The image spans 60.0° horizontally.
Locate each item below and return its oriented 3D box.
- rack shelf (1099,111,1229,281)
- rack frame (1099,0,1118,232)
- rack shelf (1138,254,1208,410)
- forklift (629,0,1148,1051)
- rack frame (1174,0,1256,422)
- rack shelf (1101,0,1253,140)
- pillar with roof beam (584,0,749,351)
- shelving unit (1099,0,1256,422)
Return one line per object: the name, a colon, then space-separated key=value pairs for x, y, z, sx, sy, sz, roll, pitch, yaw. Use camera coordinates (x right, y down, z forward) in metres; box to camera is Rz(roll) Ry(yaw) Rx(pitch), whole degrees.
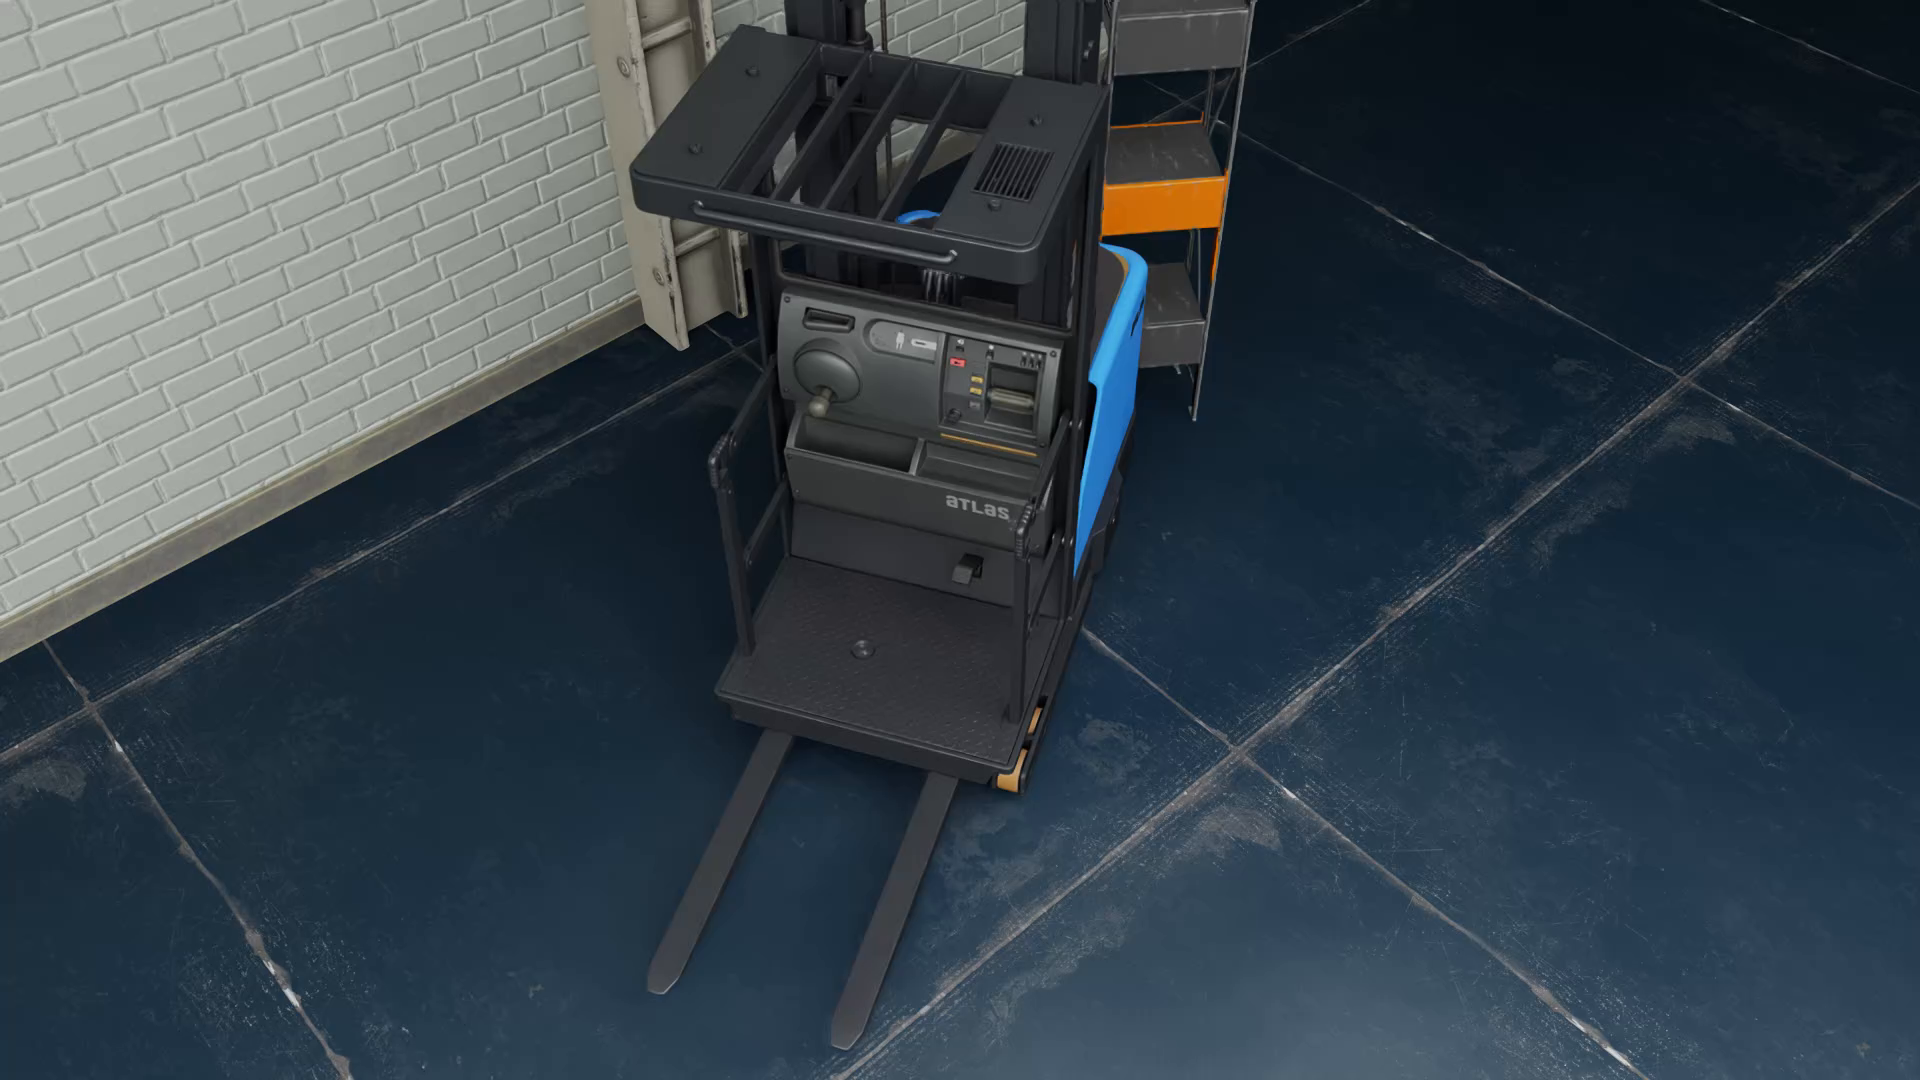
rack shelf: x=0.750 y=-1.340 z=6.576 sx=0.480 sy=0.518 sz=0.431 roll=-5 pitch=48 yaw=-5
rack frame: x=0.508 y=-1.326 z=6.545 sx=0.015 sy=2.100 sz=0.400 roll=-5 pitch=48 yaw=-5
rack shelf: x=0.750 y=-0.865 z=7.091 sx=0.480 sy=0.518 sz=0.431 roll=-5 pitch=48 yaw=-5
forklift: x=-0.201 y=-0.435 z=5.157 sx=1.130 sy=2.935 sz=3.031 roll=13 pitch=49 yaw=12
rack frame: x=0.992 y=-1.372 z=6.588 sx=0.015 sy=2.100 sz=0.400 roll=-5 pitch=48 yaw=-5
rack shelf: x=0.750 y=-1.815 z=6.062 sx=0.480 sy=0.518 sz=0.431 roll=-5 pitch=48 yaw=-5
pillar with roof beam: x=1.670 y=-1.747 z=2.239 sx=0.400 sy=9.000 sz=9.100 roll=-34 pitch=56 yaw=-27
shelving unit: x=0.750 y=-1.349 z=6.566 sx=0.503 sy=2.100 sz=0.431 roll=-5 pitch=48 yaw=-5
